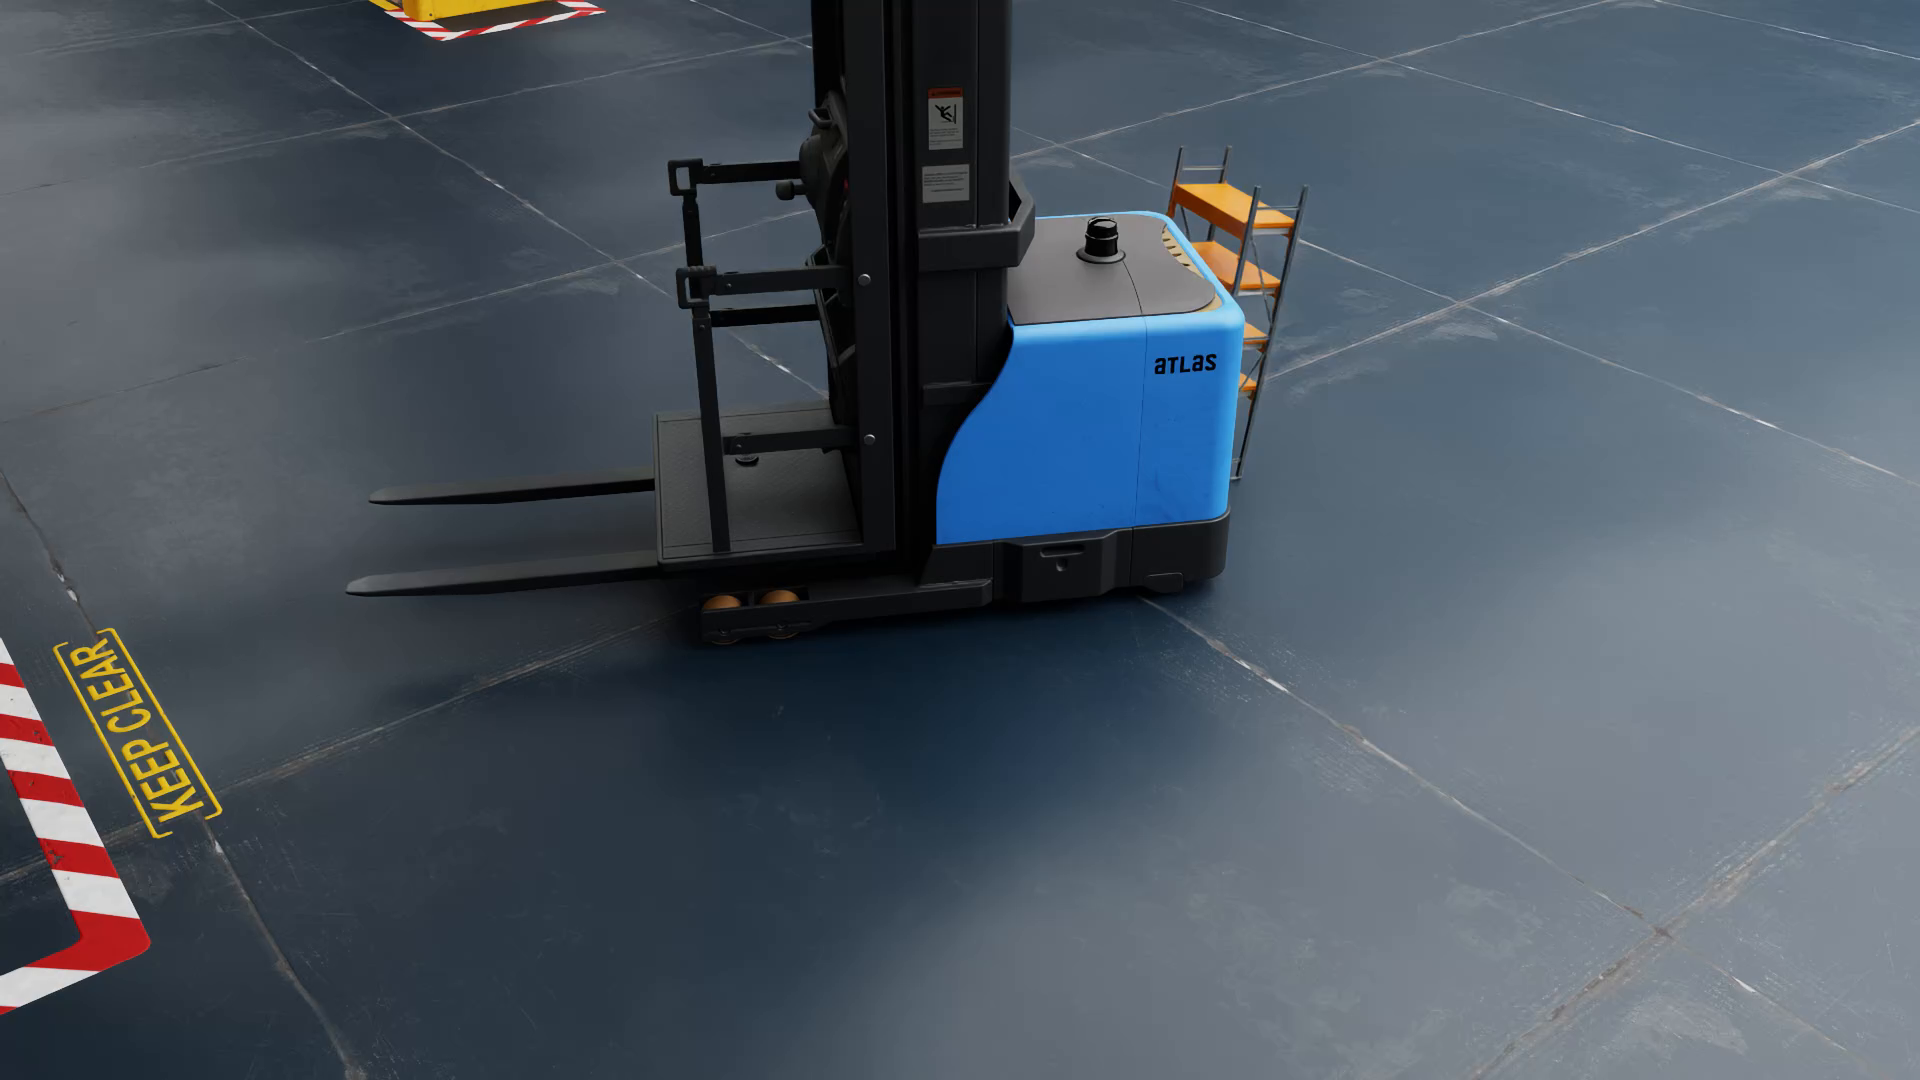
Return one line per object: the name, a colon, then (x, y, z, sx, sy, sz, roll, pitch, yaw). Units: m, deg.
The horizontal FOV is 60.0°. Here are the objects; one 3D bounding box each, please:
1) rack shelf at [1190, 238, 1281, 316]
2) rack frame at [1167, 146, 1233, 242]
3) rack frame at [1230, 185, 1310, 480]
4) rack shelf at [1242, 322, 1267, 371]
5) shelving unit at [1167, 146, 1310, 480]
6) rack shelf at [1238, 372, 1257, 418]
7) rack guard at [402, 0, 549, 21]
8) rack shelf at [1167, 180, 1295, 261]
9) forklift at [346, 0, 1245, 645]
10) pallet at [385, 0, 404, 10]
rack shelf: (1.001, -1.011, 6.419, 0.258, 0.148, 0.480, -7, 32, -27)
rack frame: (0.871, -0.989, 6.677, 0.240, 1.200, 0.015, -7, 32, -27)
rack frame: (1.091, -0.759, 6.308, 0.240, 1.200, 0.015, -7, 32, -27)
rack shelf: (0.972, -0.815, 6.524, 0.258, 0.148, 0.480, -7, 32, -27)
shelving unit: (0.981, -0.874, 6.492, 0.258, 1.200, 0.503, -7, 32, -27)
rack shelf: (0.946, -0.641, 6.616, 0.258, 0.148, 0.480, -7, 32, -27)
rack guard: (-3.719, -4.376, 12.821, 1.175, 0.500, 0.348, -22, 38, -31)
rack shelf: (1.032, -1.217, 6.309, 0.258, 0.148, 0.480, -7, 32, -27)
forklift: (-0.614, -1.189, 5.386, 3.031, 2.935, 1.130, -5, 32, -8)
pallet: (-4.235, -4.568, 13.405, 1.003, 0.211, 1.213, -22, 38, -31)
